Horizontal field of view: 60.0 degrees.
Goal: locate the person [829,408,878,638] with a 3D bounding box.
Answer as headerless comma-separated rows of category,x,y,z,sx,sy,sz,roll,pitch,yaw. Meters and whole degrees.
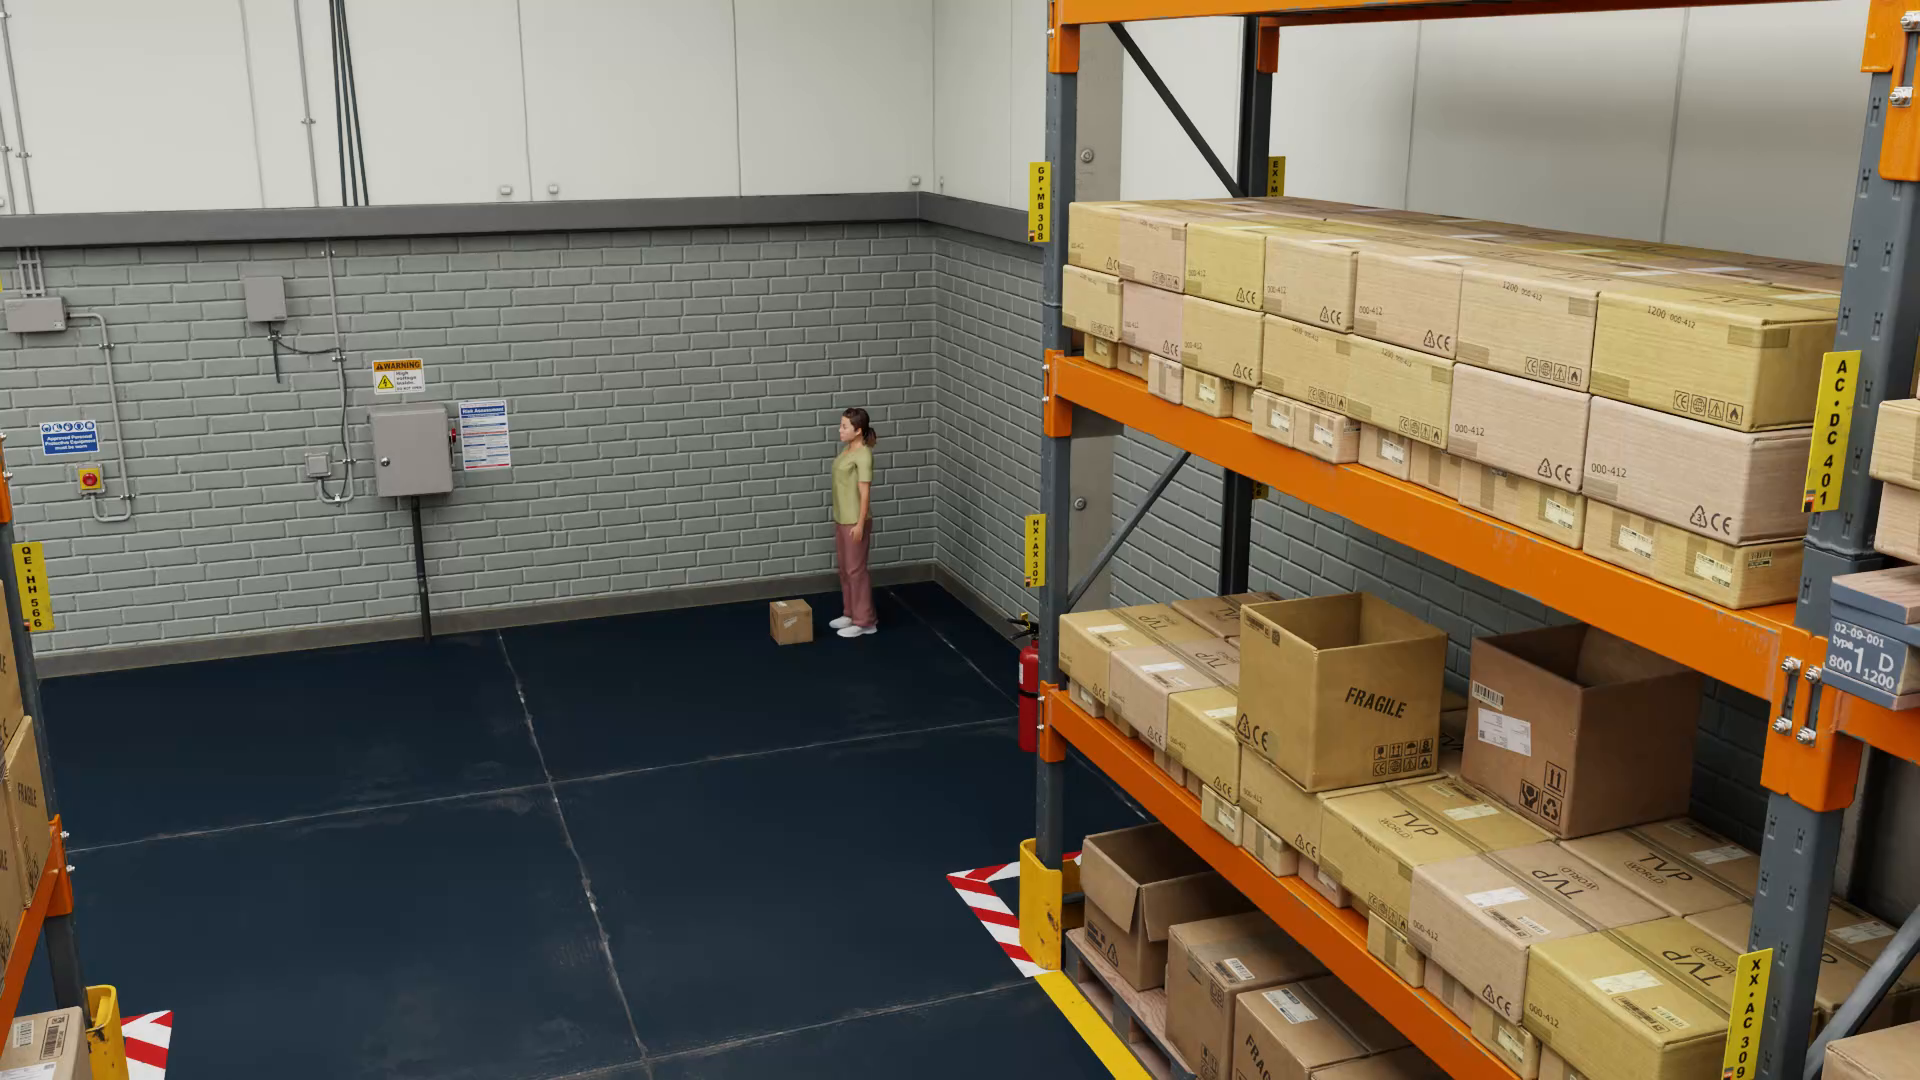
person,-0.757,-0.131,12.018,0.355,1.671,0.440,-6,17,-19
